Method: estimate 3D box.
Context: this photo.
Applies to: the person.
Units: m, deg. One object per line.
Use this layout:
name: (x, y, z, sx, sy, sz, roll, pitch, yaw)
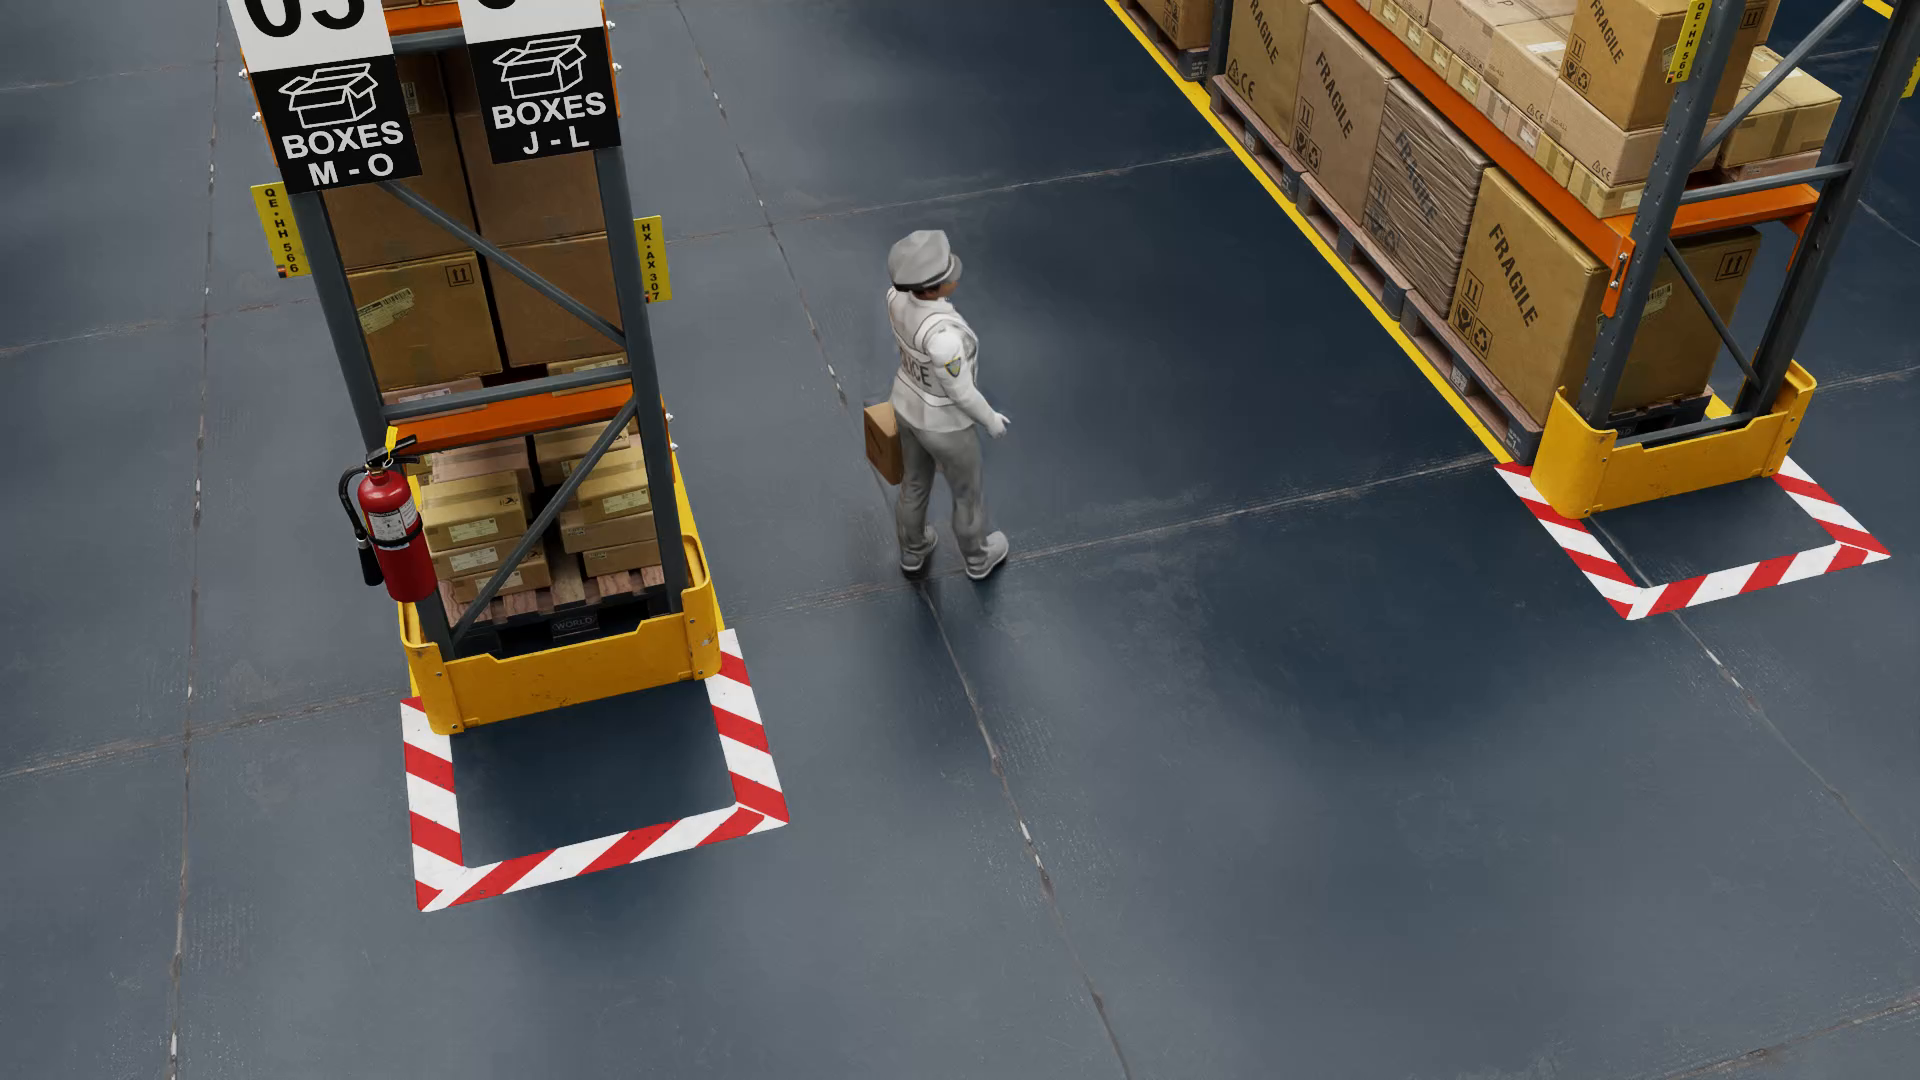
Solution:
person: (-0.054, -0.534, 6.699, 0.526, 1.693, 0.503, -26, 49, -26)
